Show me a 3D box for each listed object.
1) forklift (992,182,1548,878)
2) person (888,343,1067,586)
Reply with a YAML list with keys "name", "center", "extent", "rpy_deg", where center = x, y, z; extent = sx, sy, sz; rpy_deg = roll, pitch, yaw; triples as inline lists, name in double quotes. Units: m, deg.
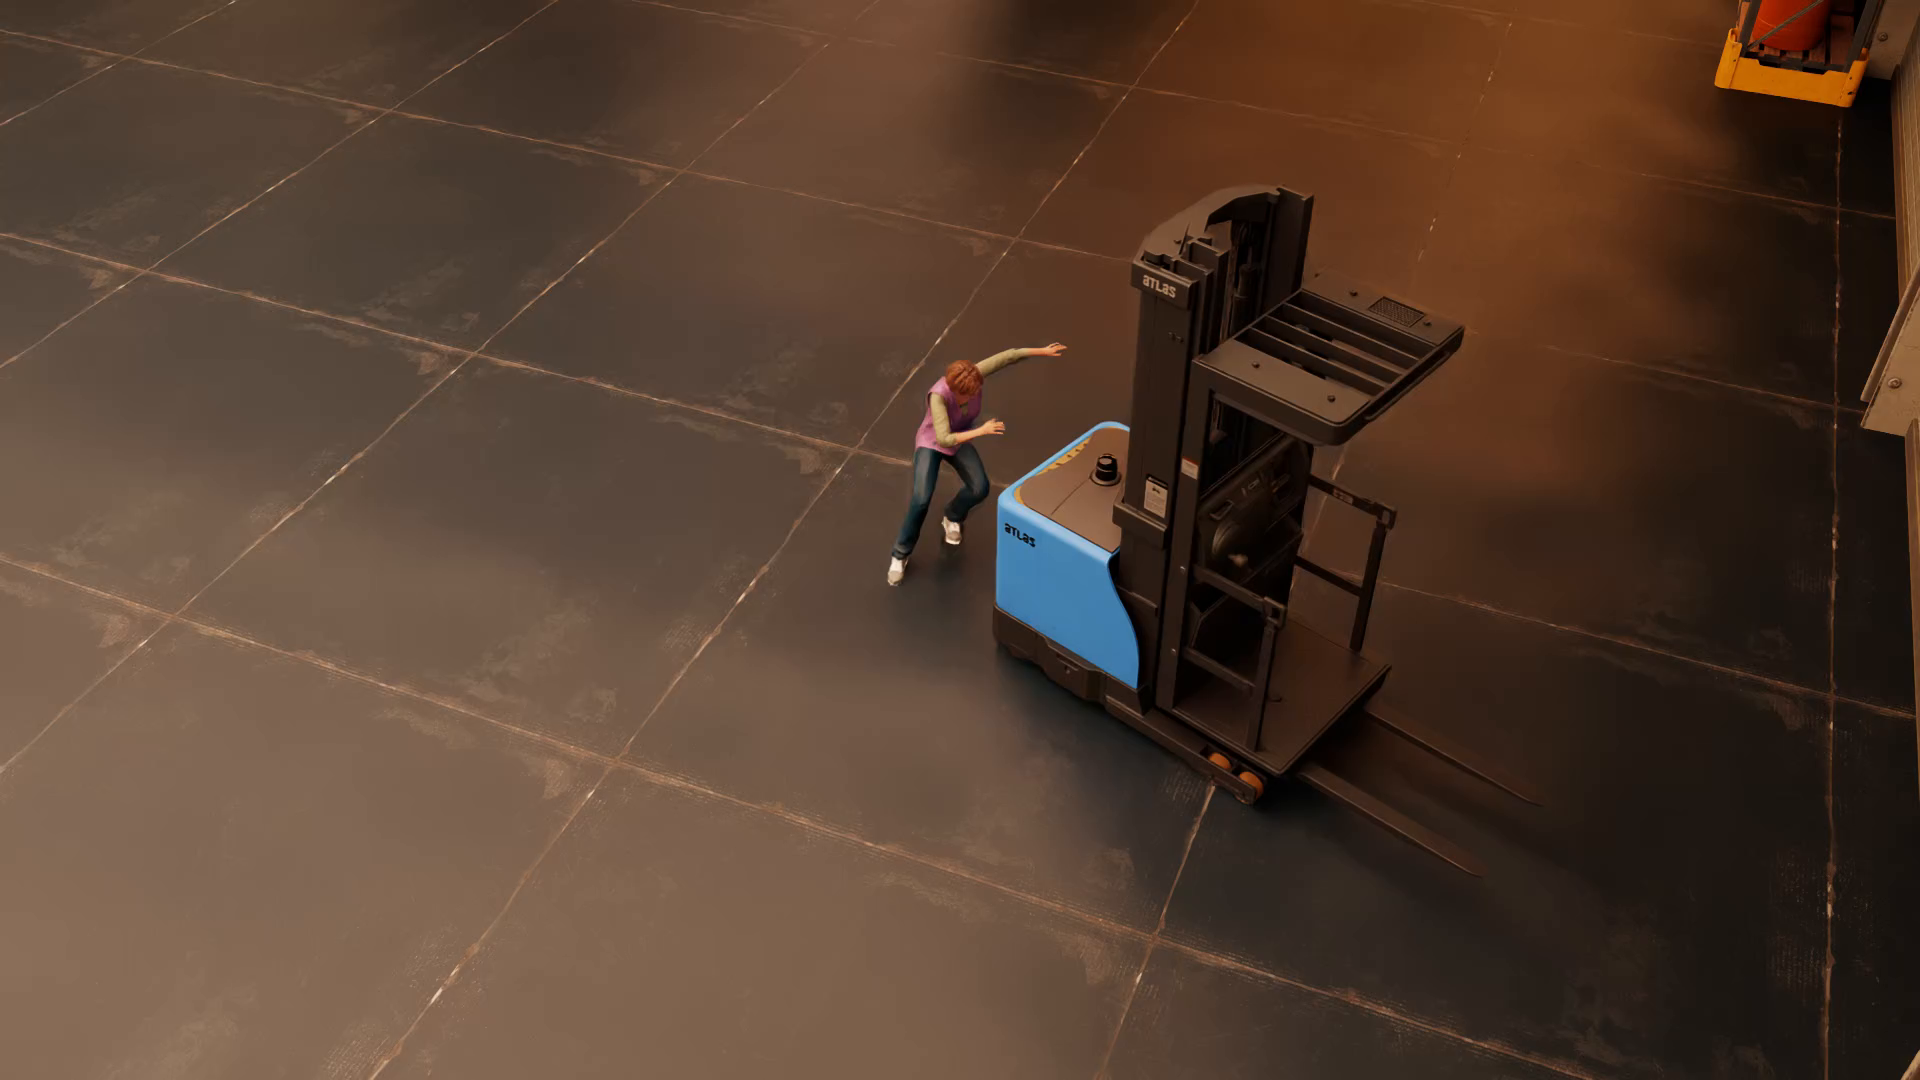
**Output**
- name: "forklift"
  center: [1.618, -0.137, 8.170]
  extent: [3.031, 2.935, 1.130]
  rpy_deg: [30, 48, 31]
- name: "person"
  center: [0.083, -0.539, 9.930]
  extent: [1.380, 1.318, 0.704]
  rpy_deg: [-23, 45, -25]
